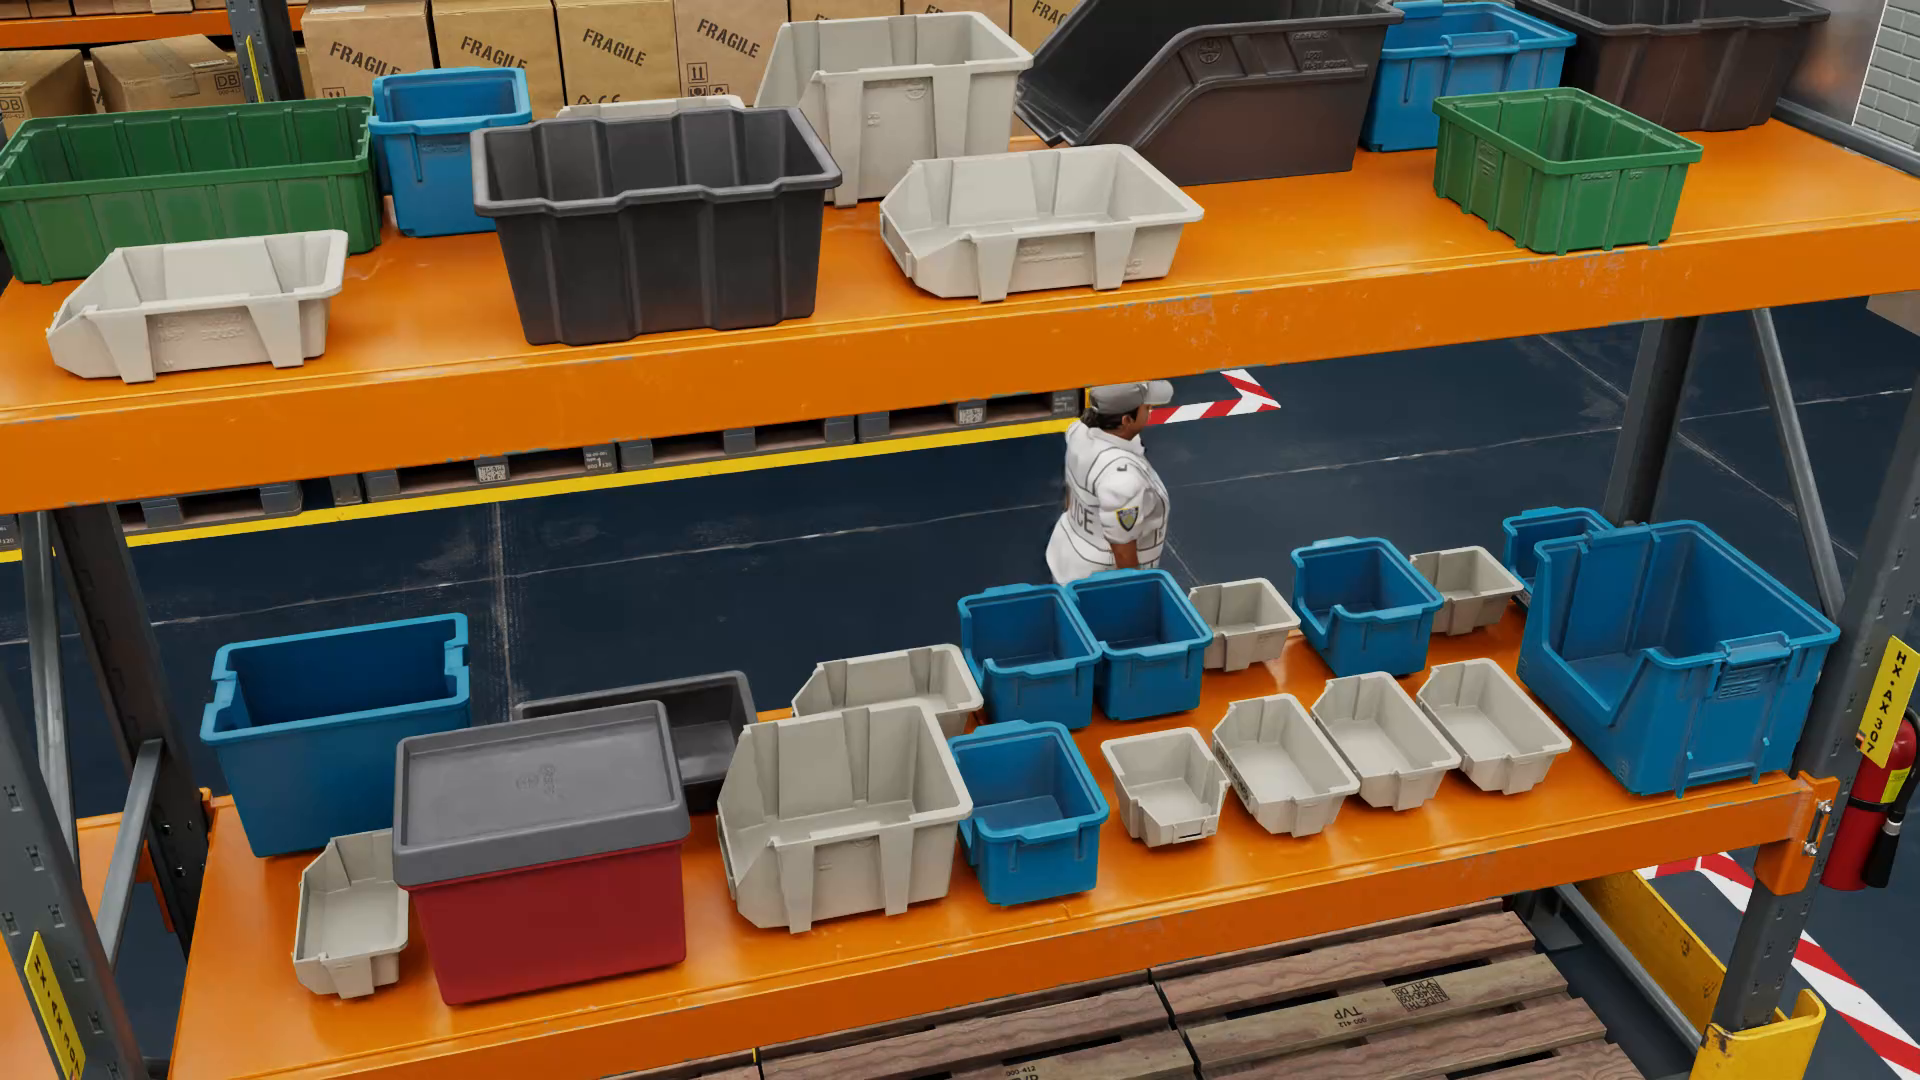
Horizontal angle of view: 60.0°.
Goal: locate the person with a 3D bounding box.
[{"bbox_3d":[0.487,0.139,5.844,0.479,1.654,0.486,-6,31,-10],"label":"person"}]
